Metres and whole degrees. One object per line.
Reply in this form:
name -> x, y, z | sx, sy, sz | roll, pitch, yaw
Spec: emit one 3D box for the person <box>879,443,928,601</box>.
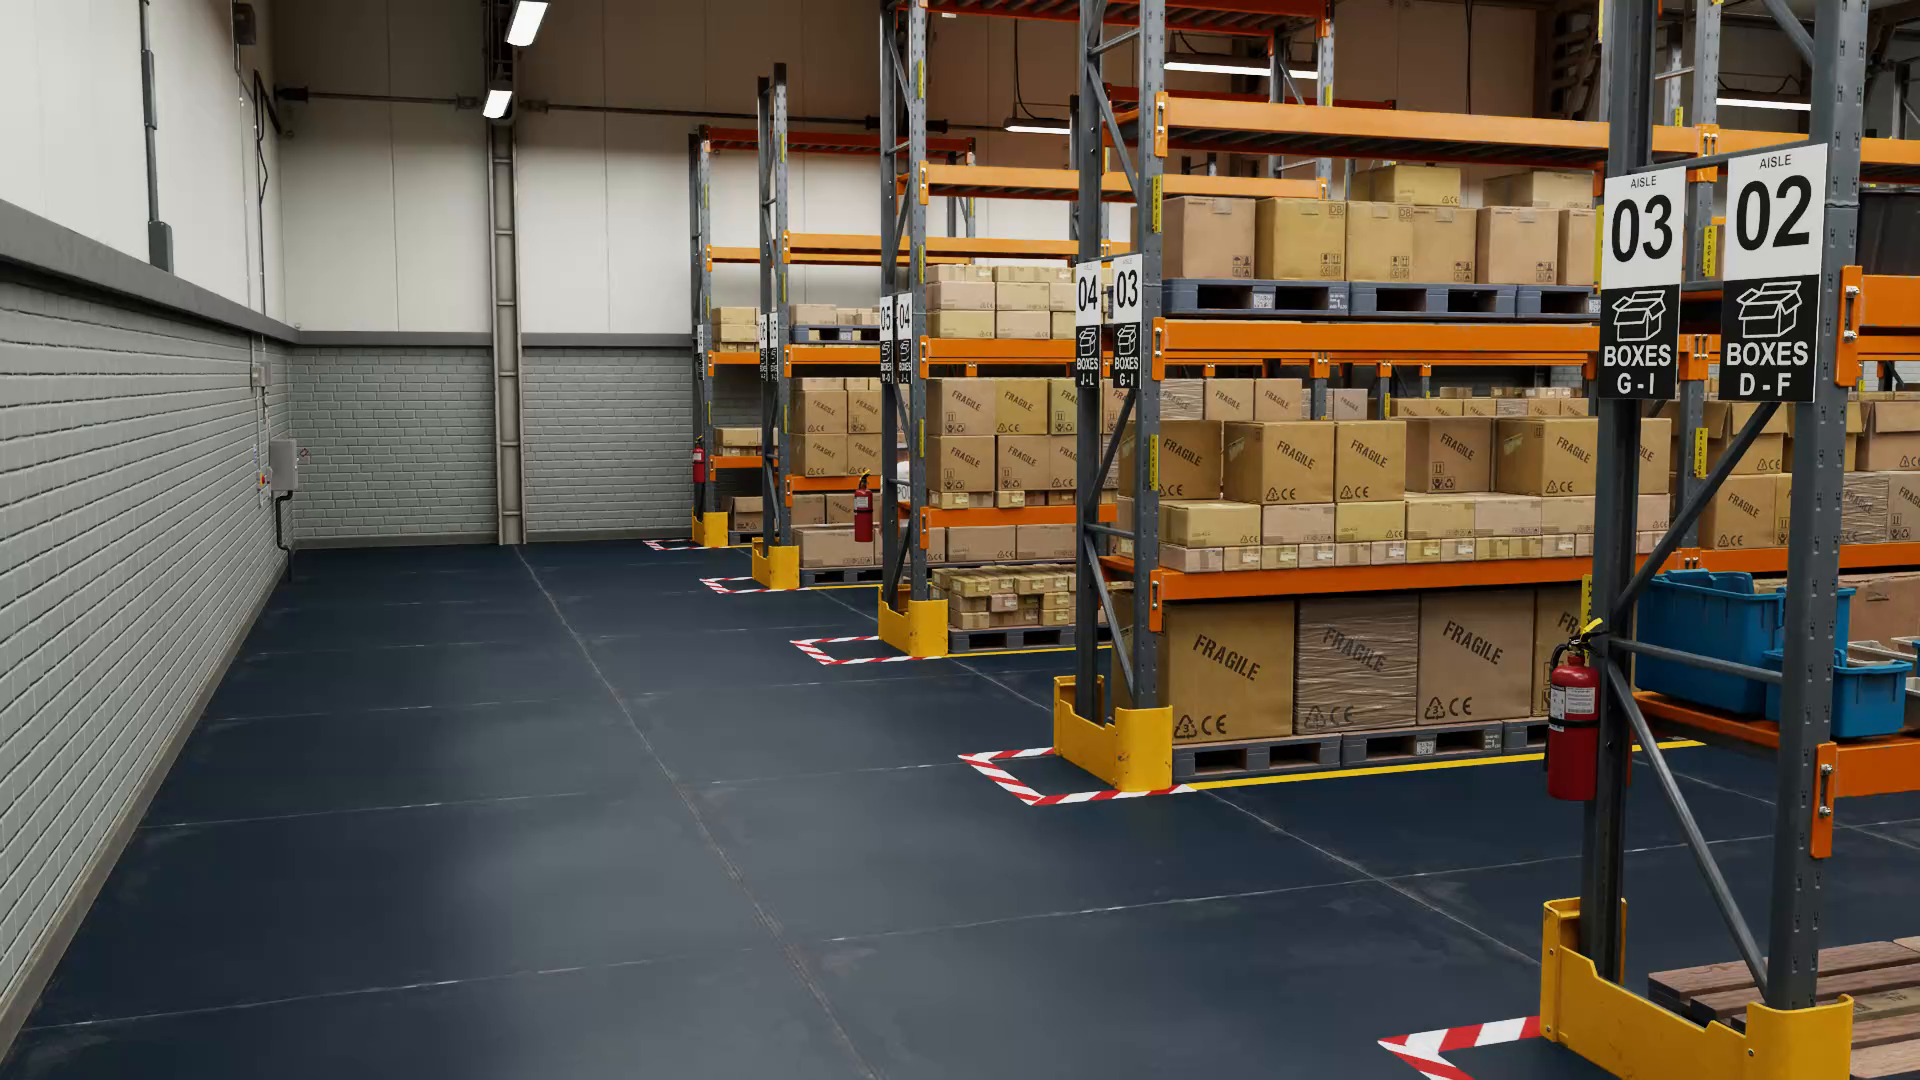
person -> -0.600, -0.178, 18.066 | 0.584, 1.748, 0.465 | -2, 6, -19
